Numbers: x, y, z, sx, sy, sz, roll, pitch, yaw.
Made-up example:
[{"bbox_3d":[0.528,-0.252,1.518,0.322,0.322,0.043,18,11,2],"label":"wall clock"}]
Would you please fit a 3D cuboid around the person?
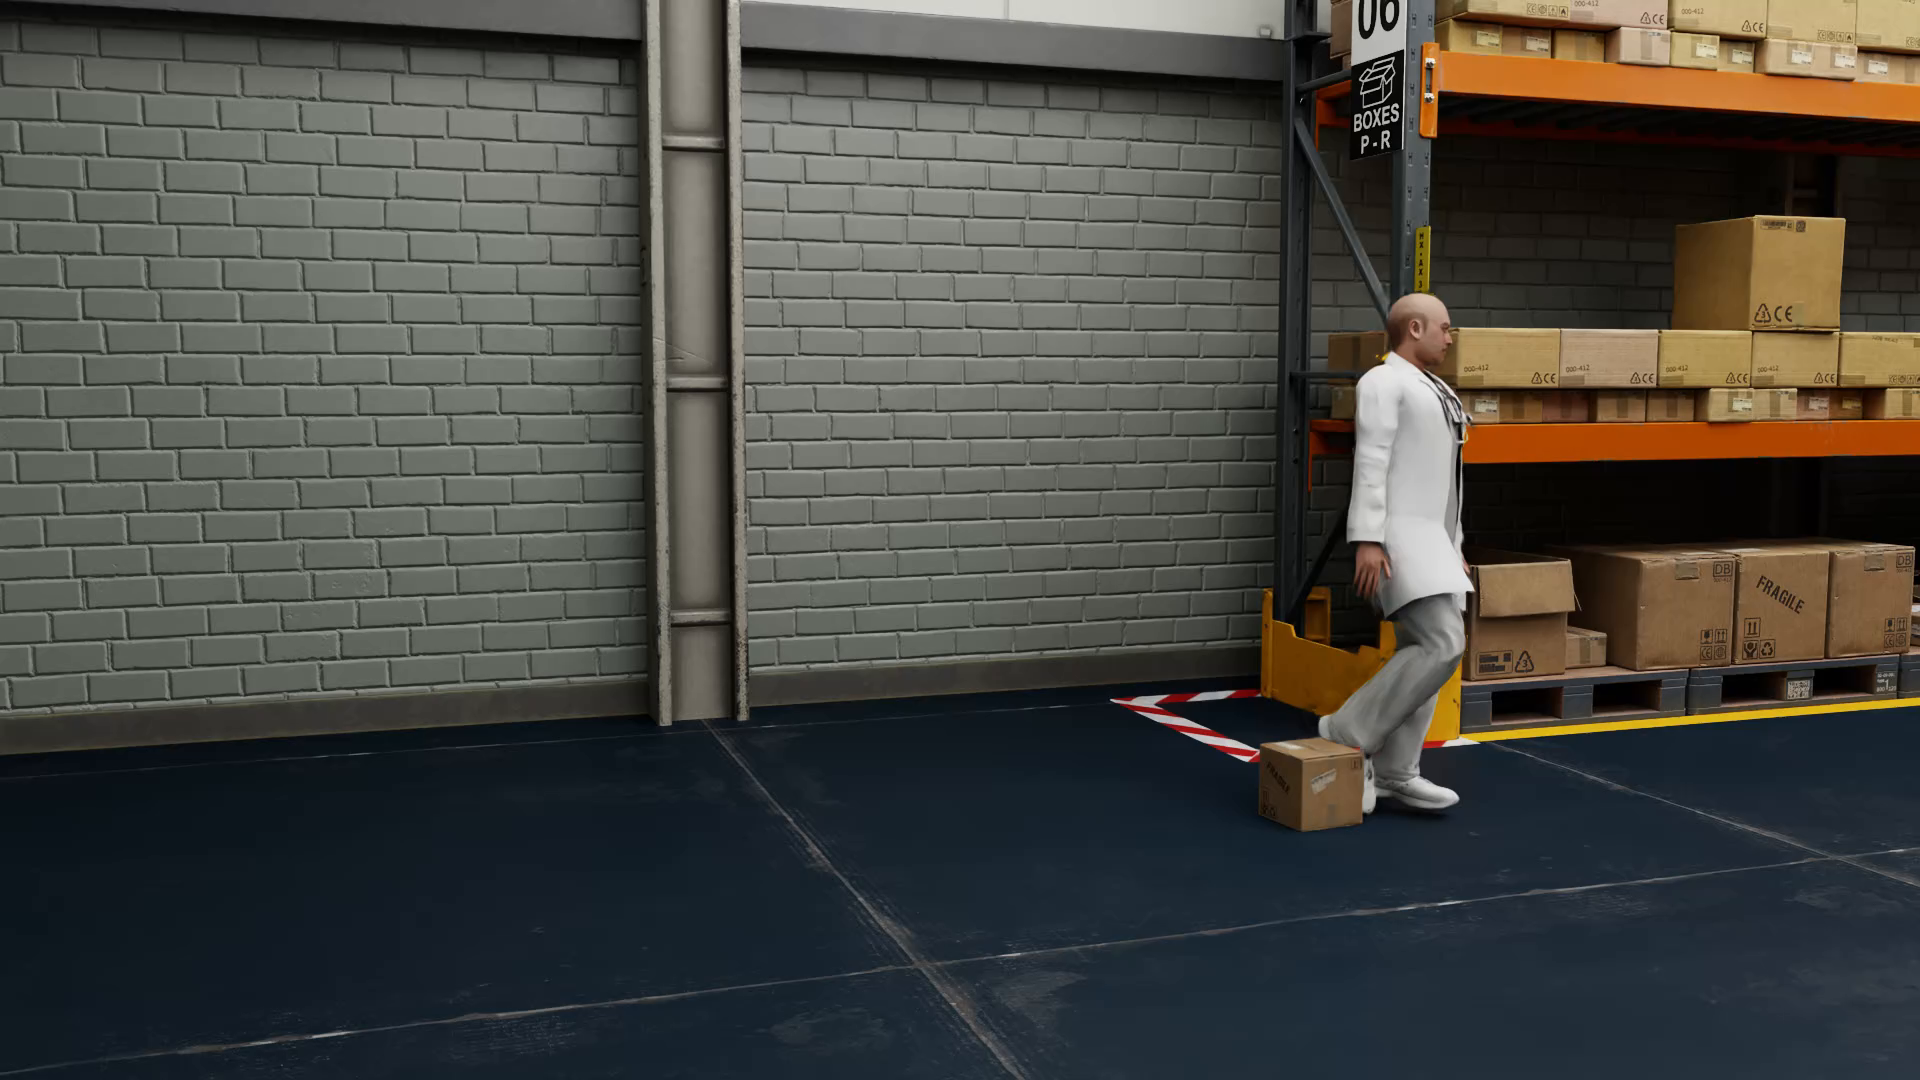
[{"bbox_3d":[1.570,0.038,5.744,0.513,1.774,0.639,4,7,37],"label":"person"}]
